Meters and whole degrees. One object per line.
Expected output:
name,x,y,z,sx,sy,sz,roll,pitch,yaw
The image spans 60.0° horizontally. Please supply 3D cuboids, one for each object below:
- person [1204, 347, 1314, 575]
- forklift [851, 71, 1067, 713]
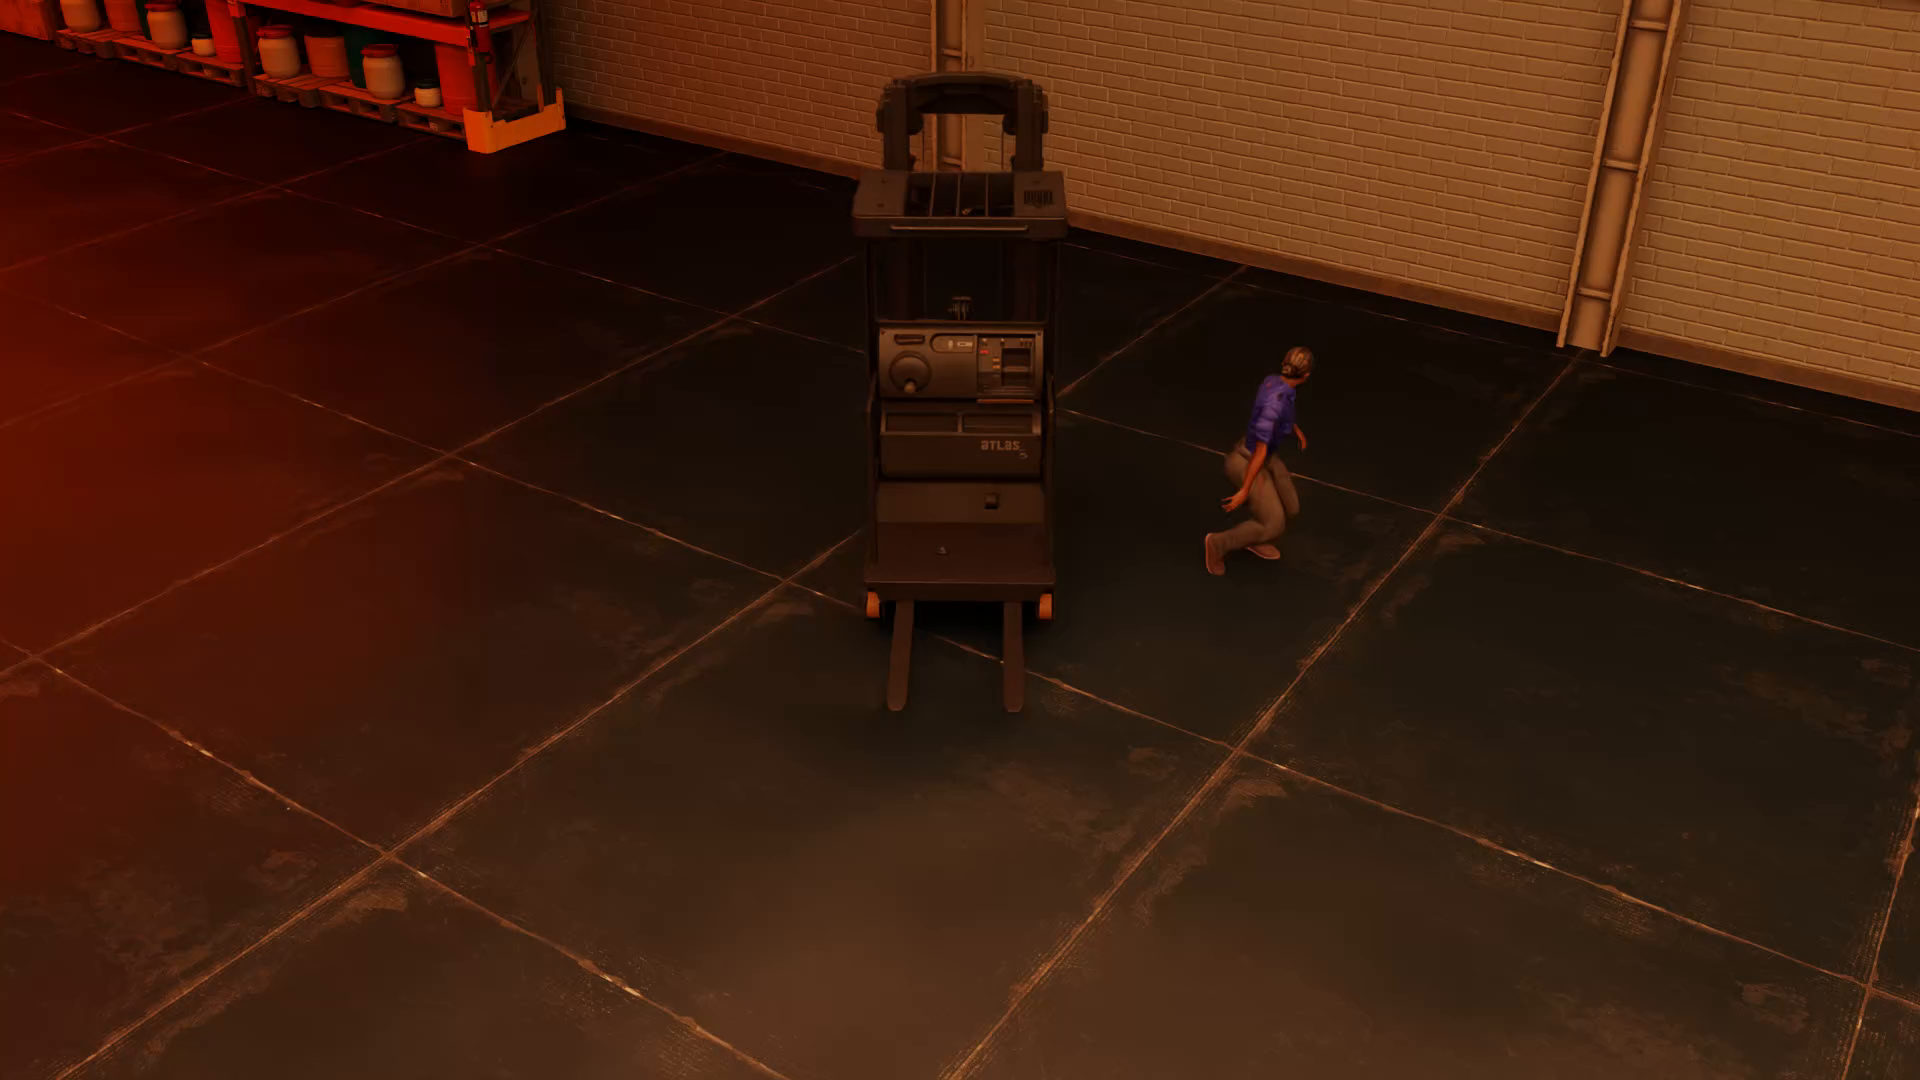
person,1.764,-0.441,9.843,0.506,1.496,0.876,13,33,21
forklift,0.003,-0.957,9.229,1.130,2.935,3.031,1,30,1
